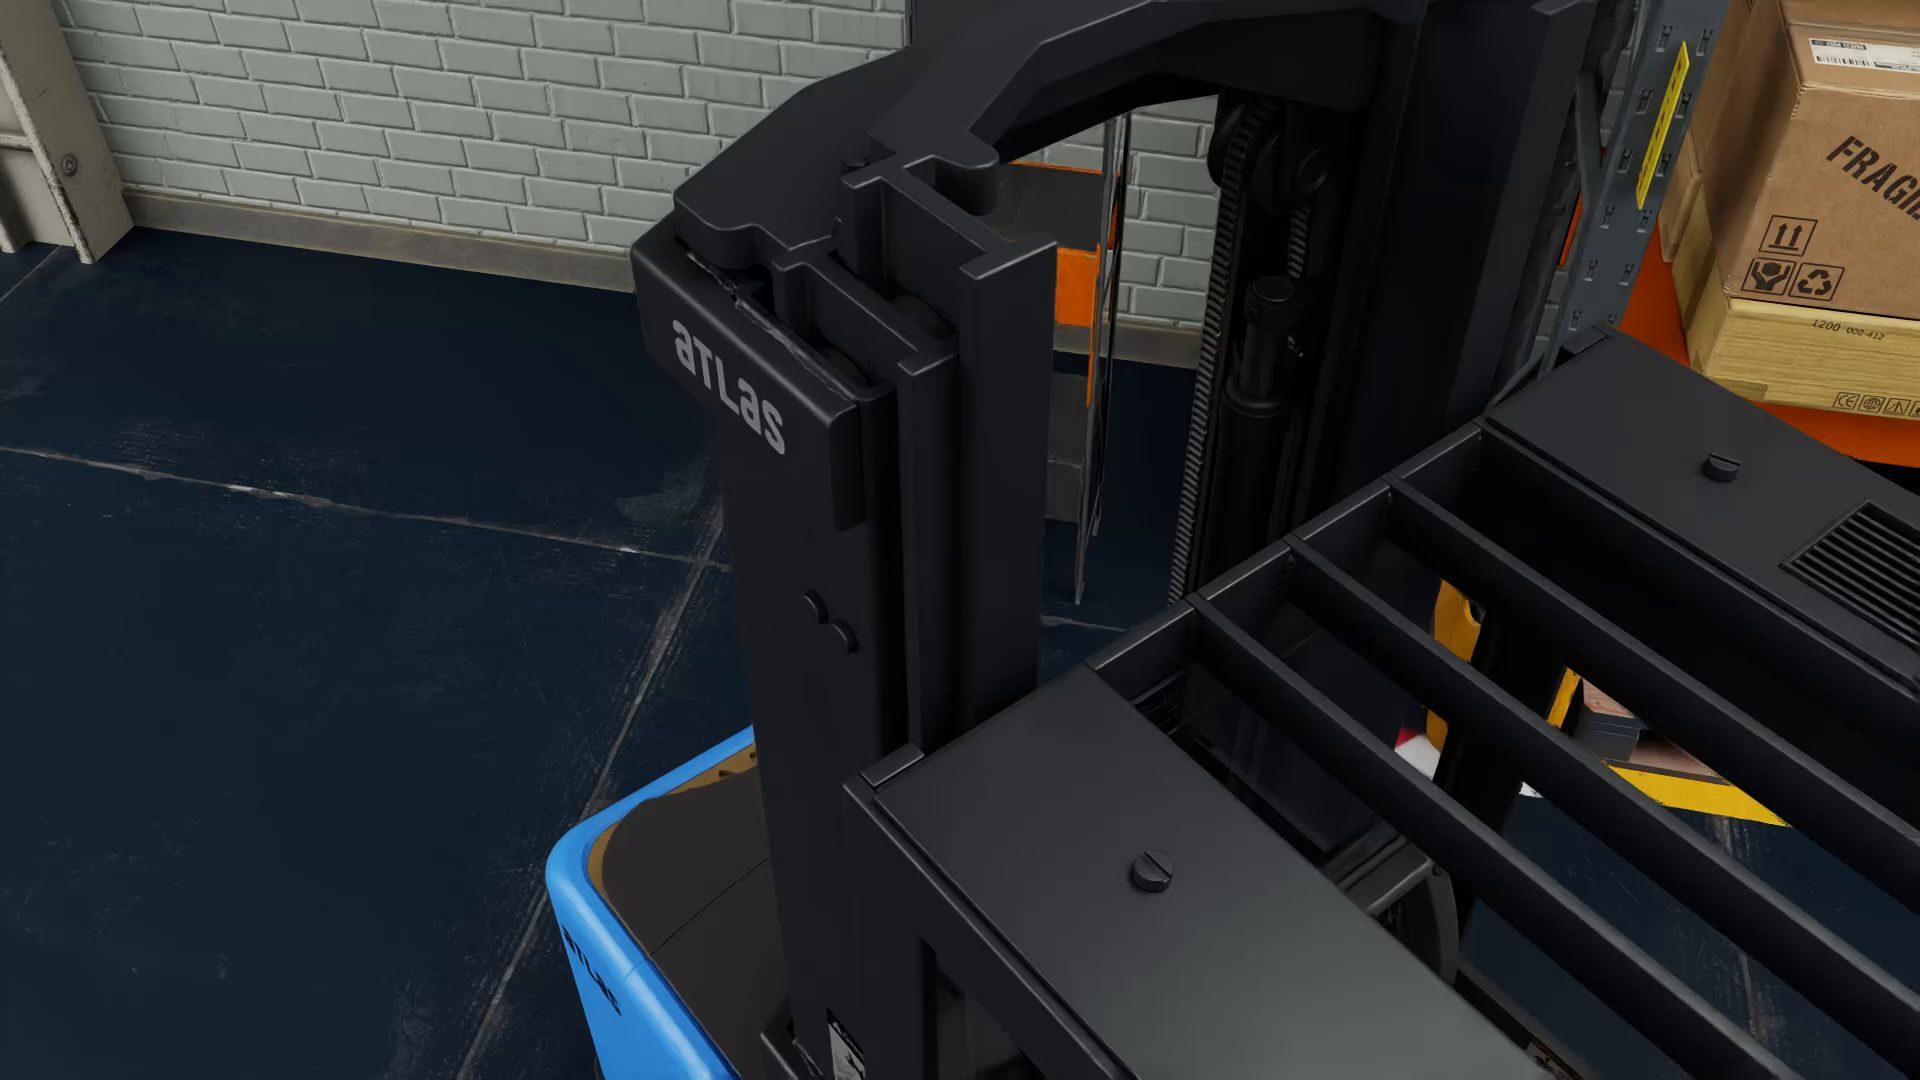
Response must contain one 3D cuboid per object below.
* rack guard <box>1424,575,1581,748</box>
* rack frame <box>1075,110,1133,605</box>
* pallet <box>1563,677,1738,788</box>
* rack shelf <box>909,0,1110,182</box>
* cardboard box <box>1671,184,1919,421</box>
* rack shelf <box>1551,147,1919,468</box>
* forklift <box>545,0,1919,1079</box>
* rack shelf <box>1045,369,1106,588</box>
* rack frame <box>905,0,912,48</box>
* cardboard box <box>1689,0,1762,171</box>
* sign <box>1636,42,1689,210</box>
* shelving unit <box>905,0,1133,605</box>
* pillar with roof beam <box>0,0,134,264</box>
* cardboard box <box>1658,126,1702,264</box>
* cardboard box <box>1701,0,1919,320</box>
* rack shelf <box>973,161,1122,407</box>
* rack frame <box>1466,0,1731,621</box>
[{"bbox_3d":[1.592,0.033,4.855,0.348,0.500,1.175,9,45,9],"label":"rack guard"},{"bbox_3d":[0.400,-0.694,4.457,0.015,2.100,0.400,9,45,9],"label":"rack frame"},{"bbox_3d":[2.377,0.284,4.803,1.213,0.211,1.003,9,45,9],"label":"pallet"},{"bbox_3d":[0.162,-1.226,4.020,0.480,0.518,0.431,9,45,9],"label":"rack shelf"},{"bbox_3d":[1.925,-0.544,3.746,0.500,0.250,0.500,8,44,8],"label":"cardboard box"},{"bbox_3d":[3.469,-0.317,3.935,4.000,0.370,1.077,9,45,9],"label":"rack shelf"},{"bbox_3d":[0.512,0.883,2.219,1.130,2.935,3.031,-29,51,-27],"label":"forklift"},{"bbox_3d":[0.162,-0.217,4.991,0.480,0.518,0.431,9,45,9],"label":"rack shelf"},{"bbox_3d":[-0.077,-0.768,4.534,0.015,2.100,0.400,9,45,9],"label":"rack frame"},{"bbox_3d":[2.024,-1.175,3.861,0.500,0.500,0.500,8,45,9],"label":"cardboard box"},{"bbox_3d":[1.399,-0.824,3.319,0.005,0.325,0.100,9,45,9],"label":"sign"},{"bbox_3d":[0.162,-0.731,4.496,0.503,2.100,0.431,9,45,9],"label":"shelving unit"},{"bbox_3d":[-4.406,-1.515,0.335,0.400,9.000,9.100,9,45,9],"label":"pillar with roof beam"},{"bbox_3d":[2.016,-0.893,4.108,0.500,0.250,0.500,9,45,10],"label":"cardboard box"},{"bbox_3d":[1.918,-0.827,3.499,0.500,0.500,0.500,9,45,9],"label":"cardboard box"},{"bbox_3d":[0.162,-0.722,4.505,0.480,0.518,0.431,9,45,9],"label":"rack shelf"},{"bbox_3d":[1.518,-0.879,4.000,0.127,3.000,1.000,9,45,9],"label":"rack frame"}]
